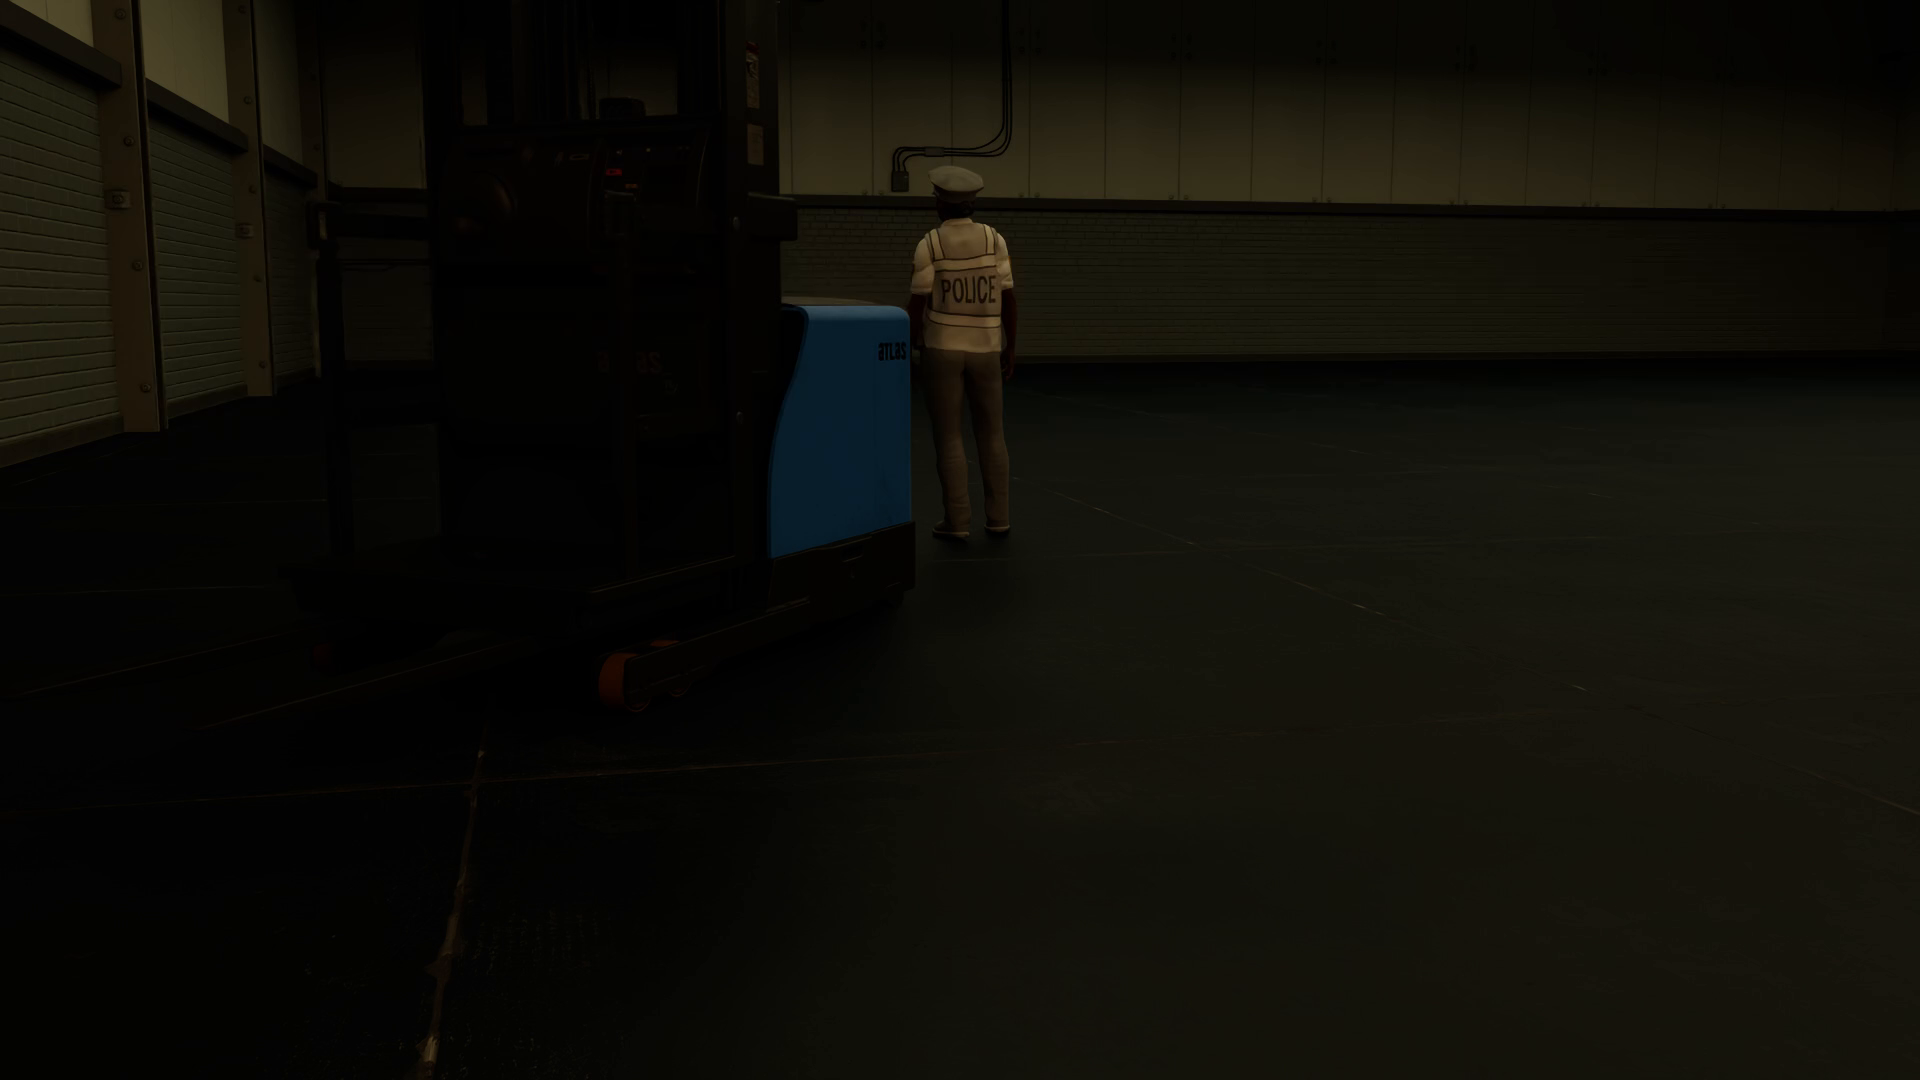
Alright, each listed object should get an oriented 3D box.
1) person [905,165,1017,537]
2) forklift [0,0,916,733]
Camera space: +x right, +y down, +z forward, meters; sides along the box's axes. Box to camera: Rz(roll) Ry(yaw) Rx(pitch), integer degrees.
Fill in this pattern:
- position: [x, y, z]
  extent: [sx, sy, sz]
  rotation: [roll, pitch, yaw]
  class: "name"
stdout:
- position: [0.002, -0.856, 7.666]
  extent: [0.569, 1.693, 0.528]
  rotation: [-2, 8, -13]
  class: "person"
- position: [-1.225, -1.058, 4.692]
  extent: [1.130, 2.935, 3.031]
  rotation: [4, 9, 24]
  class: "forklift"
